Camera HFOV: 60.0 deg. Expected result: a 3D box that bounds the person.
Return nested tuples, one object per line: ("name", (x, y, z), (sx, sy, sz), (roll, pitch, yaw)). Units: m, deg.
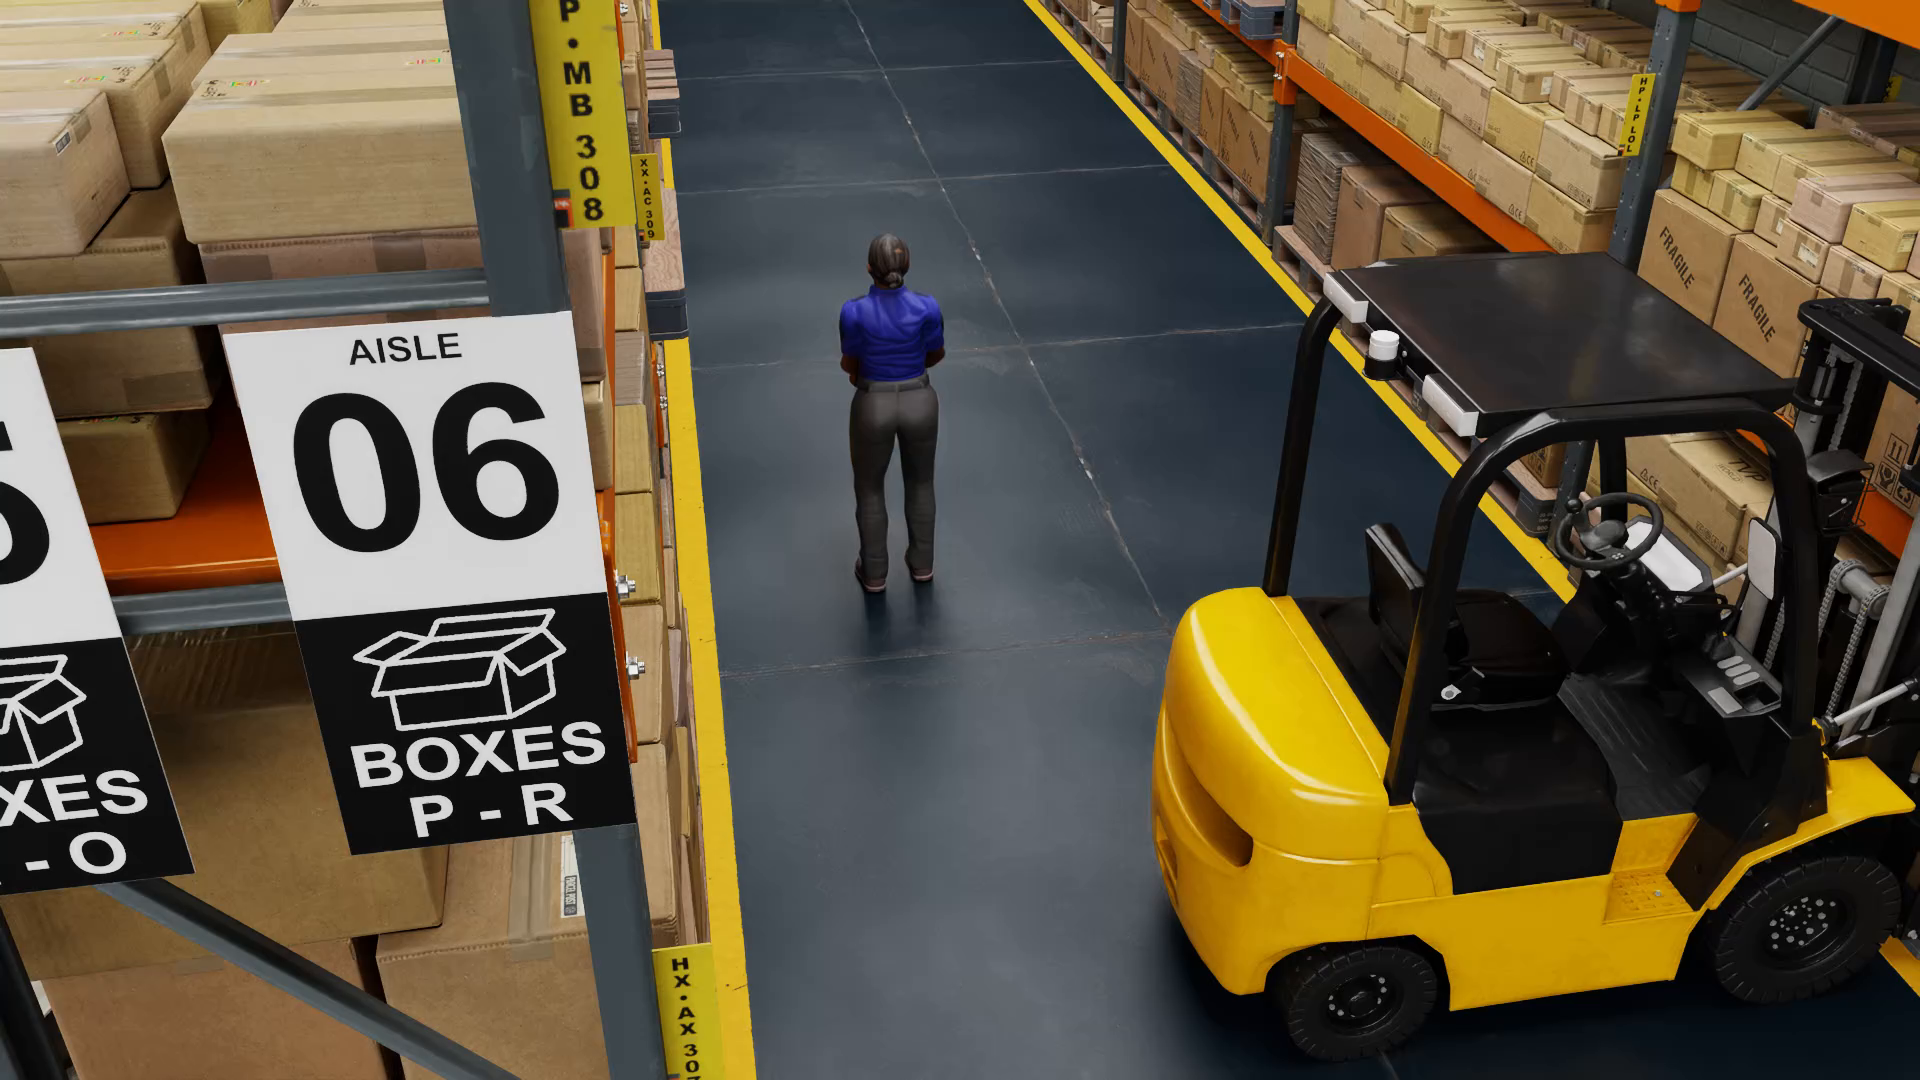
("person", (-0.290, -0.571, 7.103), (0.451, 1.650, 0.512), (-5, 31, -8))
